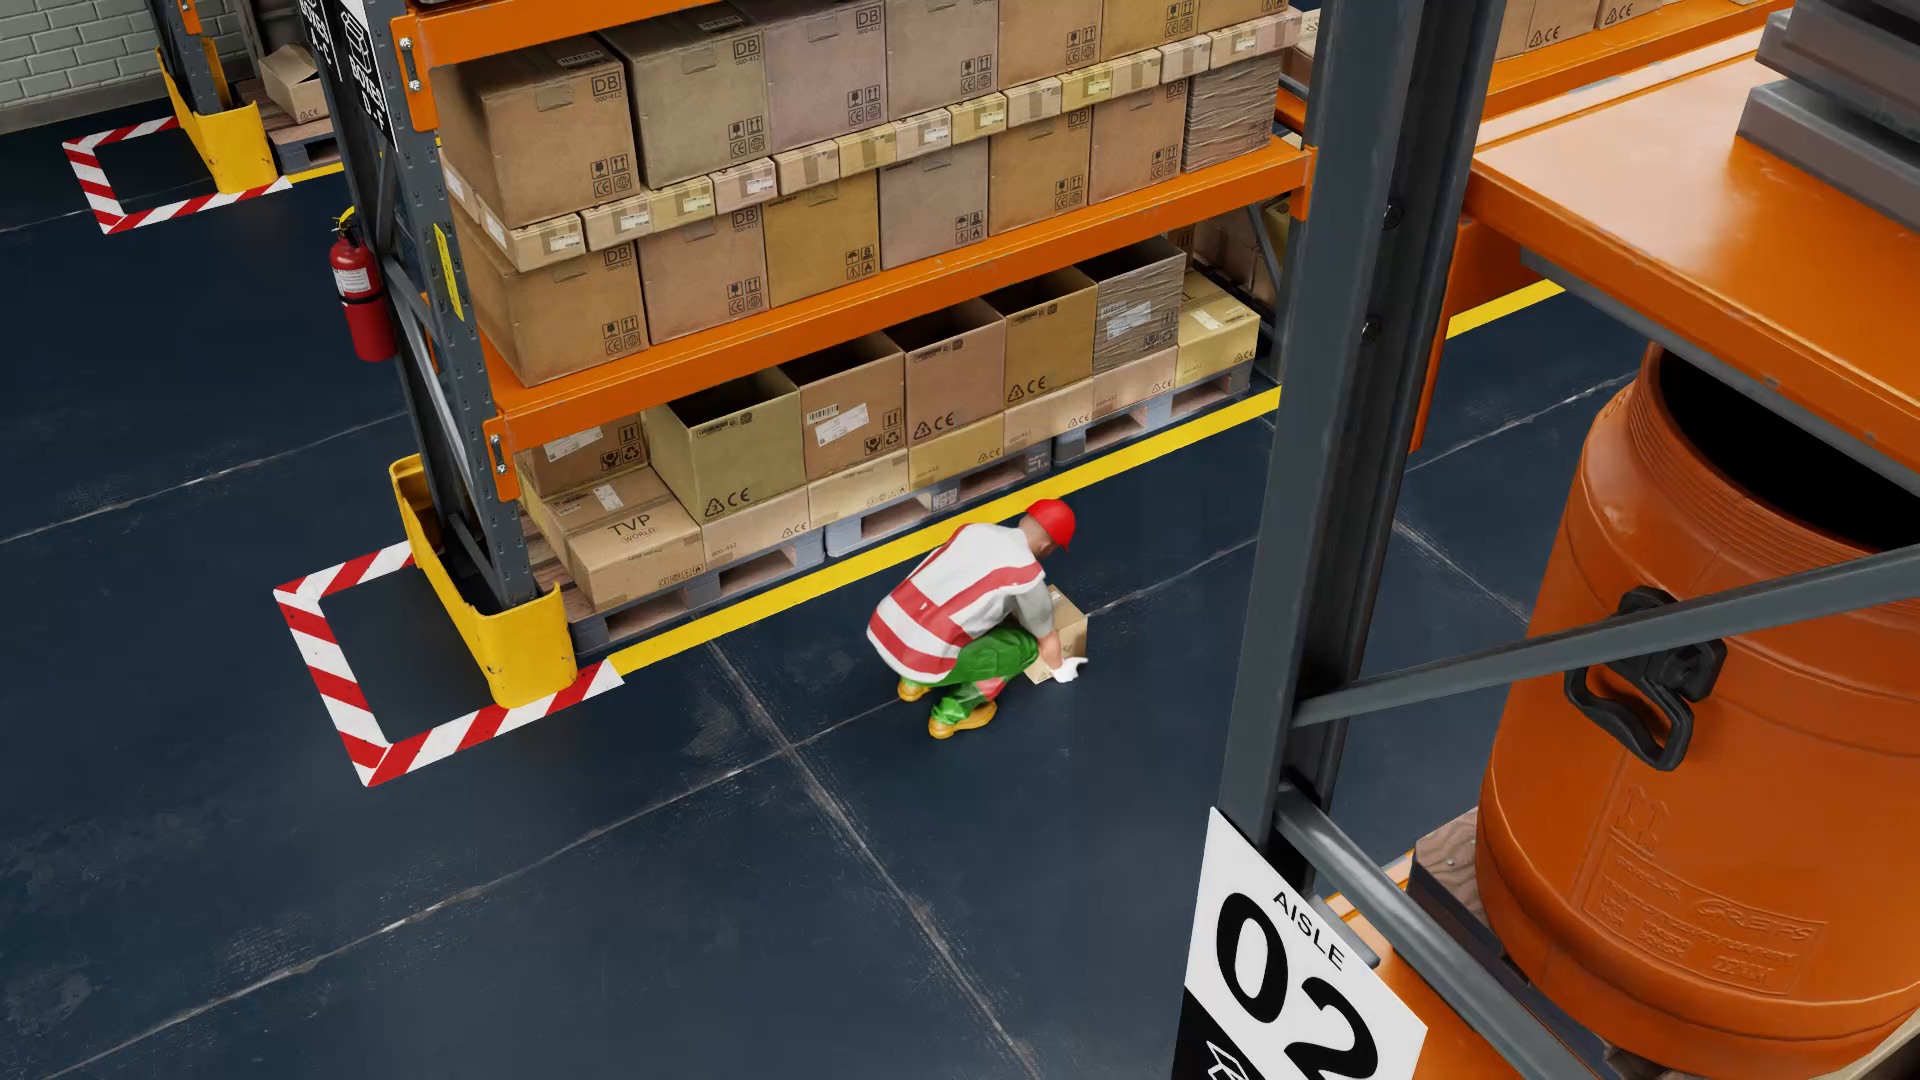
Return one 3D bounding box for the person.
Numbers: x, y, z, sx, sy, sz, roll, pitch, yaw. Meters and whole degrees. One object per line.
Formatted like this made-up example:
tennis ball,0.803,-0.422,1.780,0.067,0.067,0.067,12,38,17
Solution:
person,0.077,0.334,6.596,0.931,0.862,0.538,-23,46,-25
